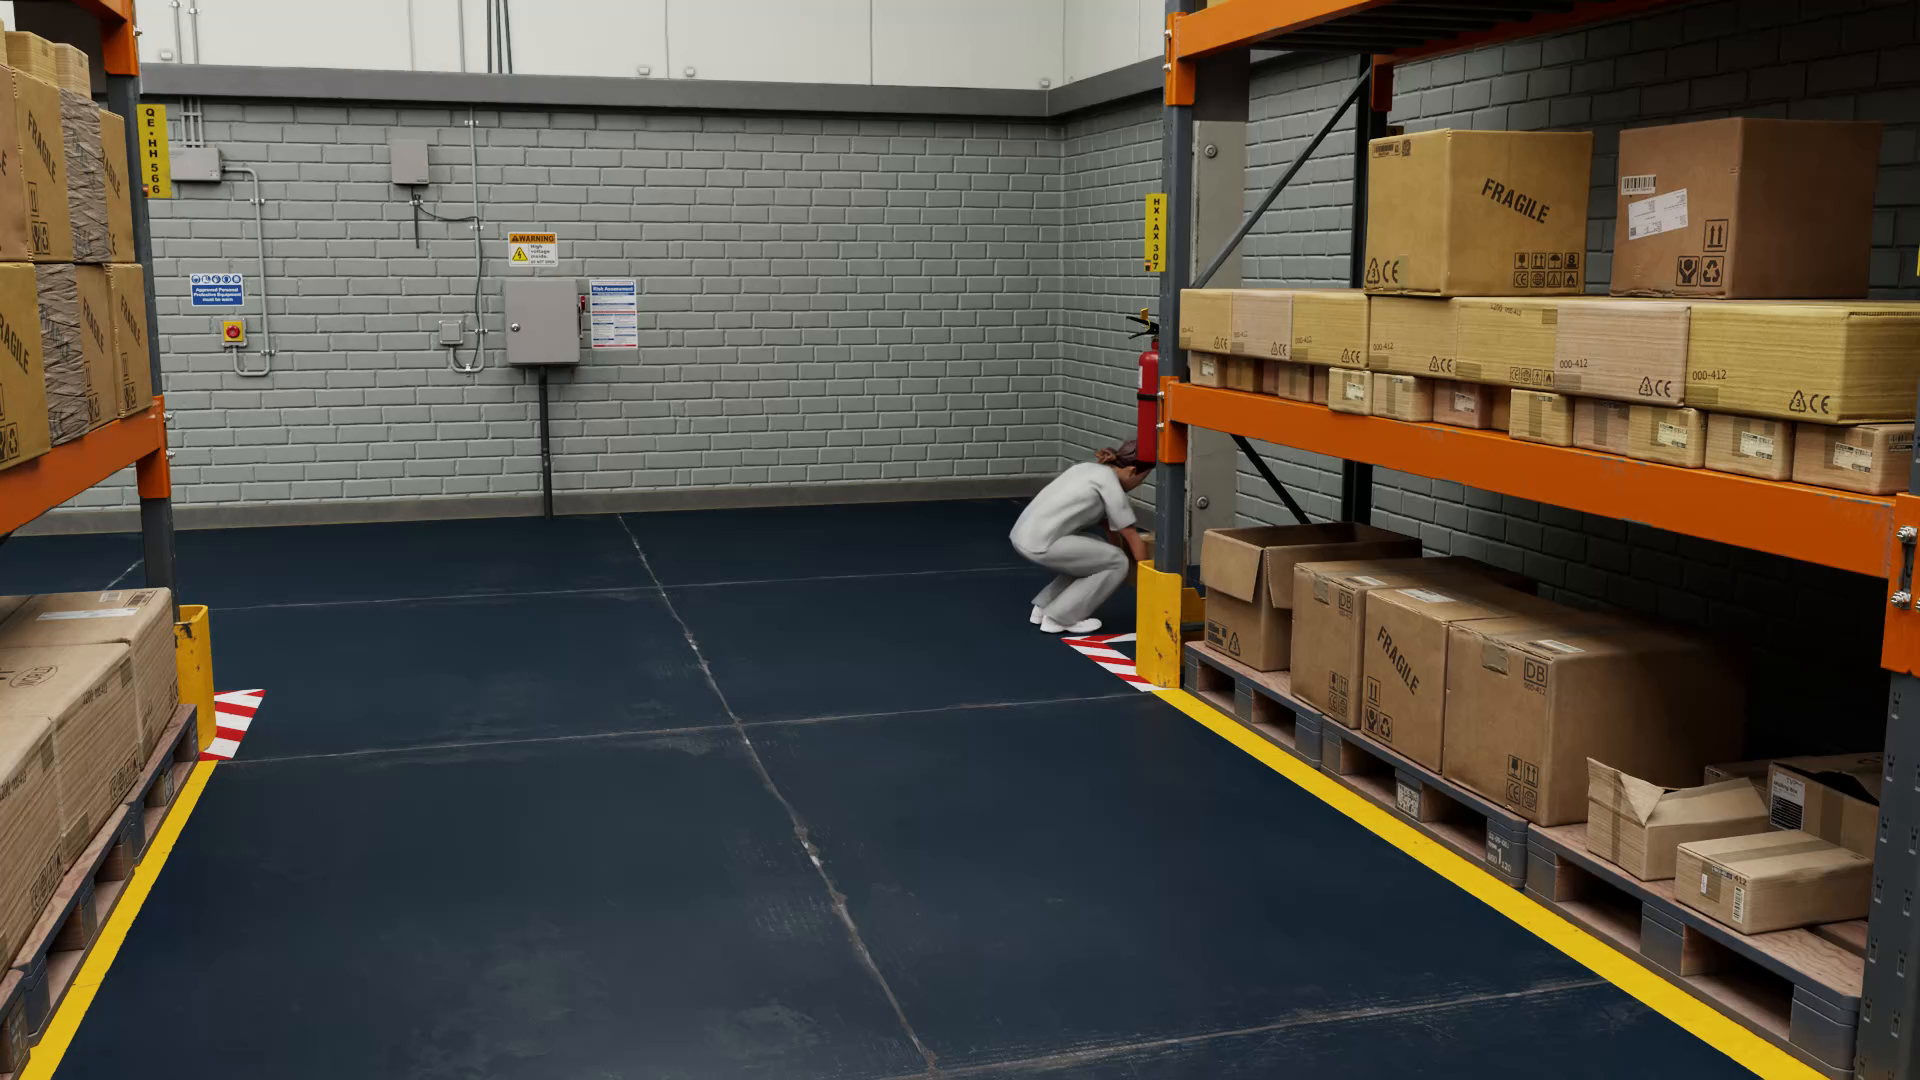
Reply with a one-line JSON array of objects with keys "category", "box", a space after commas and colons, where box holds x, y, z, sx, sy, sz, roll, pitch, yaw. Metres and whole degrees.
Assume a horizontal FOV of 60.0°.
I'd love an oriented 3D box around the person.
[{"category": "person", "box": [0.651, -0.028, 8.342, 0.811, 0.938, 0.486, -2, 9, -11]}]
